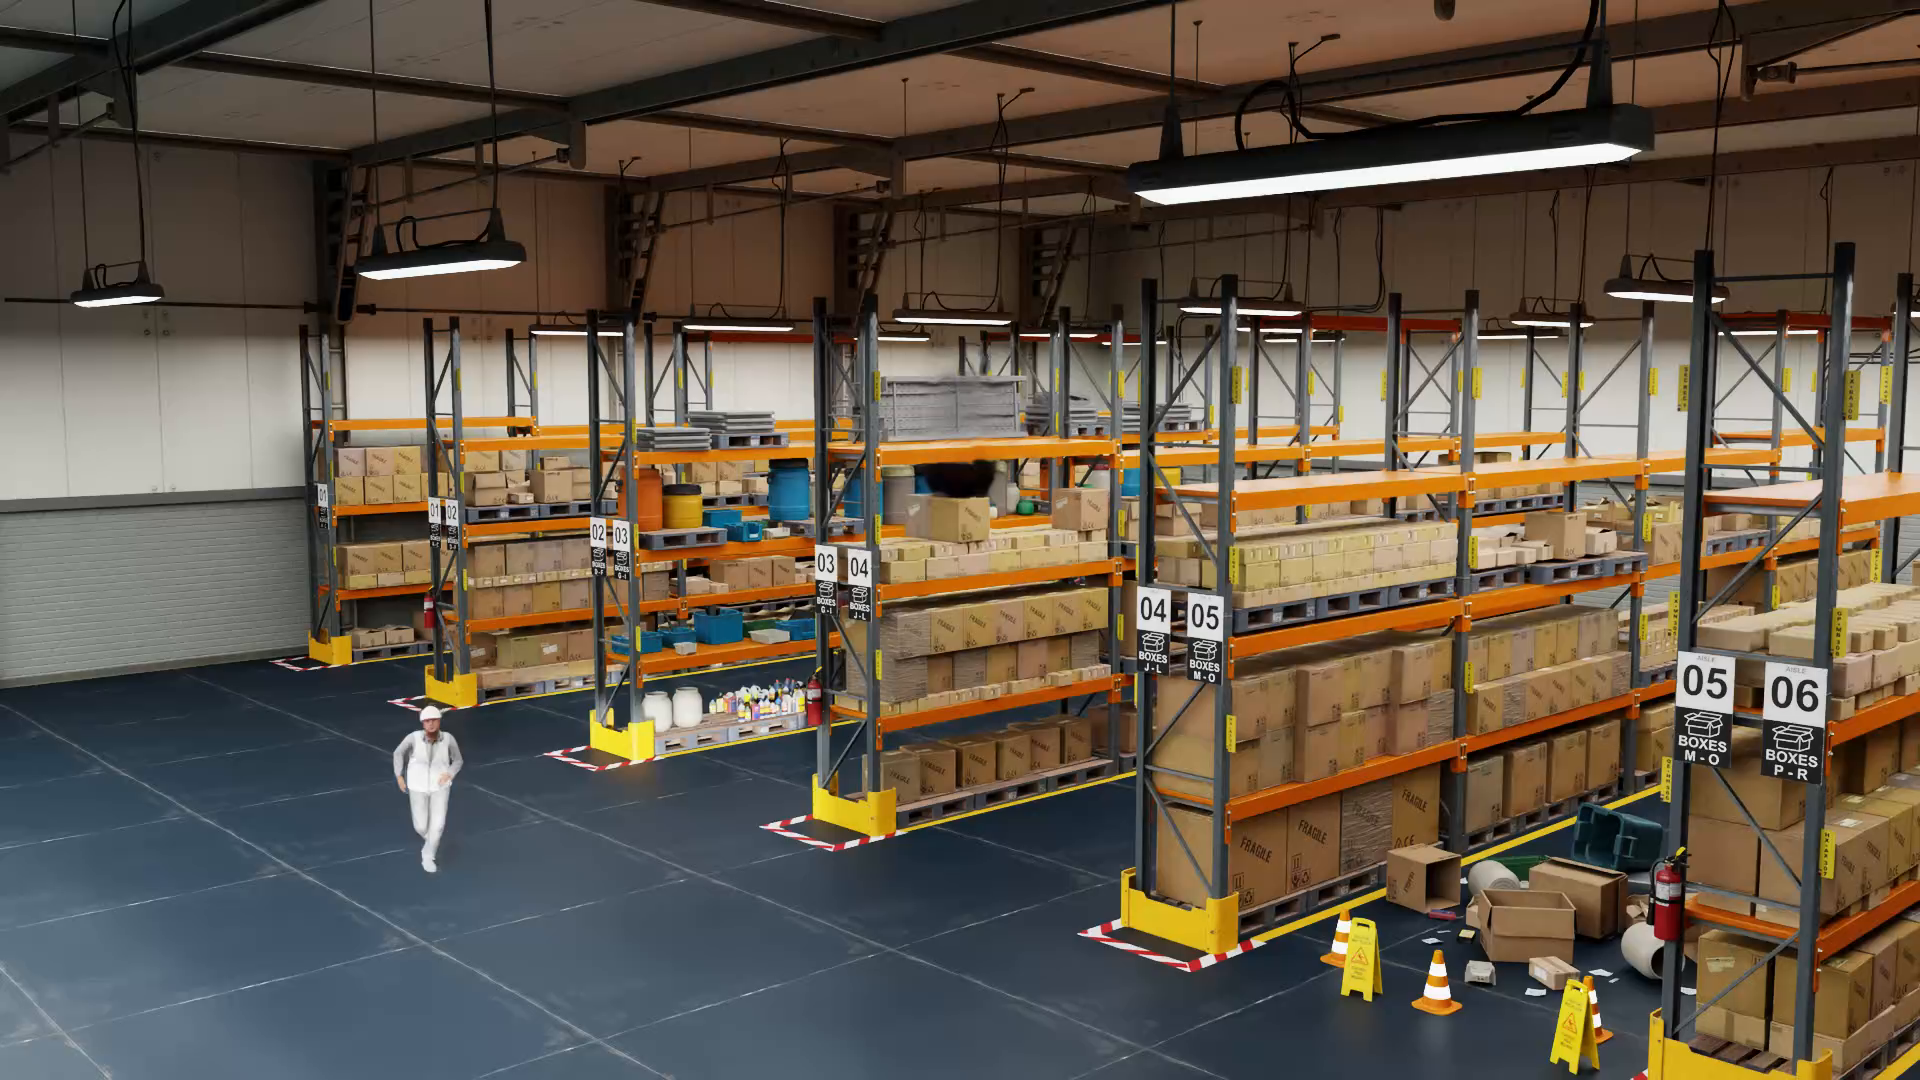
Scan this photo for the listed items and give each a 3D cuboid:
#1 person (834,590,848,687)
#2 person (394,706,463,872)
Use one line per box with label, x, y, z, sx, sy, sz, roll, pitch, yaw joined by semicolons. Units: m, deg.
person;-1.875;1.496;27.661;0.712;1.776;0.954;4;7;32
person;-5.544;2.576;17.368;0.691;1.732;0.690;-2;6;-18
